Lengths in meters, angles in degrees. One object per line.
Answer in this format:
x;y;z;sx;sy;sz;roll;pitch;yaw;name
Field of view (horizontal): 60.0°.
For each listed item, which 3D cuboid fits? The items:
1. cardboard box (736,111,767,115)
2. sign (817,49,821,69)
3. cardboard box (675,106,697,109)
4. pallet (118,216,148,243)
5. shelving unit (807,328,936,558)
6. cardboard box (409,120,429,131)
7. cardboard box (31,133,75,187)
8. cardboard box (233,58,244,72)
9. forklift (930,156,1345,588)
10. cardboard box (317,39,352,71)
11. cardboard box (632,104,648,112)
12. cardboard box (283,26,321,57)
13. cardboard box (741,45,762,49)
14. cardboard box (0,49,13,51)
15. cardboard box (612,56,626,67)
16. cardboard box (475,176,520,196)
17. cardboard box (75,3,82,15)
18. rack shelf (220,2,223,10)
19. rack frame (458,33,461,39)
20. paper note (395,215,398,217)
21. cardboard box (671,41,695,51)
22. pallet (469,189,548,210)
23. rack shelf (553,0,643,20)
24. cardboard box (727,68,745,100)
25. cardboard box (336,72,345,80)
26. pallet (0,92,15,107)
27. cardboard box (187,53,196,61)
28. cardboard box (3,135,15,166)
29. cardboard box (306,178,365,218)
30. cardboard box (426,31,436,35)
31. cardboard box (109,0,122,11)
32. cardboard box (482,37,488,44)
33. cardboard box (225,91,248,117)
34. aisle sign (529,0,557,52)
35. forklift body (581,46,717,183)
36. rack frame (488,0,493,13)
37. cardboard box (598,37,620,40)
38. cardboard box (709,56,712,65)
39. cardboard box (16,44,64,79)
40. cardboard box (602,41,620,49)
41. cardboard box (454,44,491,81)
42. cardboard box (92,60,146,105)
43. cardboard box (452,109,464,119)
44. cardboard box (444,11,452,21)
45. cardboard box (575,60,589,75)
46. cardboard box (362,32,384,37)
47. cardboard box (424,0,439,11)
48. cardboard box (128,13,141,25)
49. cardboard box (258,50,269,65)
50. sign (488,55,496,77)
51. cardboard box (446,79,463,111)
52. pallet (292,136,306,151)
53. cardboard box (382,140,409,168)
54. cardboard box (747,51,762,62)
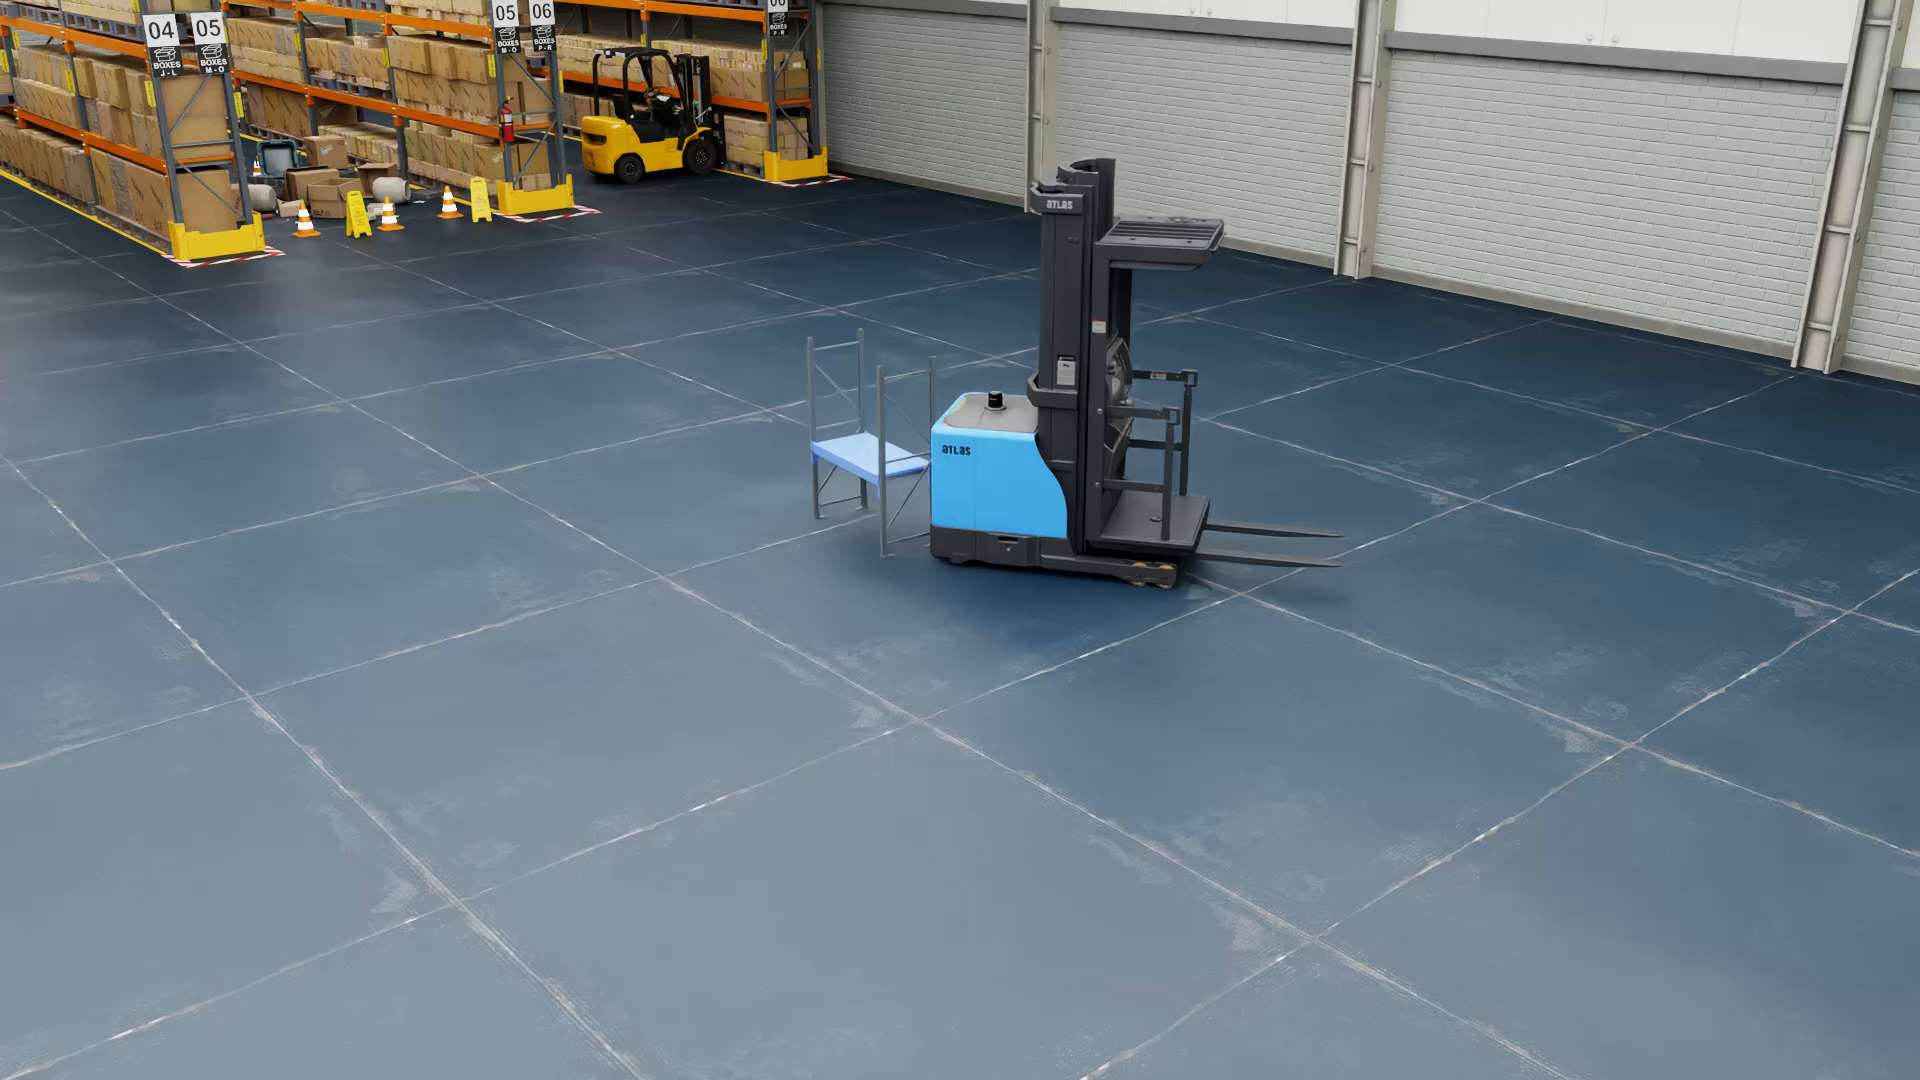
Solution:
-3.710;-7.630;30.175;0.500;0.250;0.500;-18;27;-38;cardboard box
-2.468;-8.364;28.929;0.100;0.325;0.005;-17;27;-37;sign
-5.099;-7.927;30.934;0.500;0.250;0.500;-17;27;-37;cardboard box
-11.707;-4.645;24.554;1.003;0.211;1.213;-17;27;-37;pallet
-0.684;-0.767;12.886;0.538;1.500;1.048;-14;26;-32;shelving unit
-9.044;-7.006;28.035;0.380;0.149;0.250;-17;27;-37;cardboard box
-14.653;-6.332;27.547;1.050;0.750;0.750;-17;27;-37;cardboard box
-14.396;-9.672;33.770;0.500;0.250;0.500;-18;28;-39;cardboard box
1.346;-1.228;12.101;3.031;2.935;1.130;5;22;14;forklift
-11.408;-8.880;30.422;0.500;0.500;0.500;-16;26;-35;cardboard box
-5.852;-8.130;32.308;0.875;0.625;0.625;-16;26;-35;cardboard box
-12.408;-9.414;31.397;0.500;0.500;0.500;-18;28;-39;cardboard box
-3.716;-8.809;29.927;0.380;0.149;0.250;-18;28;-39;cardboard box
-17.757;-9.011;30.830;0.380;0.149;0.250;-16;26;-35;cardboard box
-6.358;-9.277;32.076;0.500;0.250;0.500;-18;28;-39;cardboard box
-7.397;-5.692;26.597;0.500;0.250;0.500;-18;27;-38;cardboard box
-12.469;-7.640;23.896;0.380;0.149;0.250;-18;28;-38;cardboard box
-15.788;-11.540;35.209;1.077;0.370;4.000;-17;27;-37;rack shelf
-10.725;-11.109;37.233;1.000;3.000;0.127;-17;27;-37;rack frame
-8.775;-5.015;25.747;0.142;0.019;0.148;12;24;27;paper note
-5.107;-9.108;30.690;0.380;0.149;0.250;-18;28;-38;cardboard box
-7.203;-5.566;26.906;1.003;0.211;1.213;-17;27;-37;pallet
-6.808;-10.513;32.585;1.077;0.370;4.000;-17;27;-37;rack shelf
-3.744;-8.059;29.309;0.500;0.500;0.500;-16;27;-36;cardboard box
-11.117;-8.464;30.249;0.380;0.149;0.250;-16;26;-34;cardboard box
-16.102;-7.697;28.785;1.213;0.211;1.003;-17;27;-37;pallet
-16.328;-10.599;35.794;0.500;0.500;0.500;-18;27;-38;cardboard box
-16.520;-6.910;29.365;0.500;0.500;0.500;-16;27;-35;cardboard box
-9.714;-5.331;25.904;0.637;0.503;0.797;3;22;9;cardboard box
-11.896;-11.536;38.121;0.500;0.250;0.500;-18;27;-38;cardboard box
-11.191;-7.319;22.529;0.500;0.250;0.500;-17;27;-37;cardboard box
-10.109;-10.766;35.968;0.396;0.266;0.258;-16;26;-35;cardboard box
-15.396;-9.375;35.744;0.875;0.438;0.875;-18;28;-39;cardboard box
-6.375;-7.878;25.420;0.394;0.787;0.004;-17;27;-37;aisle sign
-5.512;-7.488;29.152;2.313;2.155;1.214;-17;27;-37;forklift body
-6.650;-9.404;24.655;1.000;3.000;0.127;-17;27;-37;rack frame
-7.045;-10.037;33.470;0.380;0.149;0.250;-18;27;-38;cardboard box
-4.281;-8.610;29.827;0.380;0.149;0.250;-18;27;-38;cardboard box
-15.270;-8.000;27.789;0.700;0.500;0.500;-18;27;-38;cardboard box
-6.751;-9.635;32.443;0.380;0.149;0.250;-17;27;-37;cardboard box
-7.473;-7.492;26.083;0.700;0.500;0.500;-17;27;-37;cardboard box
-12.035;-6.666;24.203;0.875;0.550;0.550;-17;27;-37;cardboard box
-7.944;-6.883;26.788;0.380;0.149;0.250;-18;28;-38;cardboard box
-7.909;-8.283;26.250;0.380;0.149;0.250;-18;28;-39;cardboard box
-7.343;-9.472;33.261;0.500;0.250;0.500;-19;28;-39;cardboard box
-10.590;-9.119;30.142;0.380;0.149;0.250;-19;28;-40;cardboard box
-8.189;-8.574;26.446;0.500;0.250;0.500;-17;27;-37;cardboard box
-10.808;-6.937;22.102;0.380;0.149;0.250;-18;27;-38;cardboard box
-13.407;-9.478;32.590;0.500;0.250;0.500;-18;28;-39;cardboard box
-7.083;-7.170;25.157;0.100;0.325;0.005;-17;27;-37;sign
-7.860;-7.159;26.603;0.500;0.500;0.500;-18;27;-38;cardboard box
-12.329;-7.758;32.503;1.003;0.211;1.213;-17;27;-37;pallet
-9.605;-6.832;29.342;0.950;0.372;0.625;-17;27;-37;cardboard box
-3.470;-8.390;28.857;0.380;0.149;0.250;-17;27;-37;cardboard box
